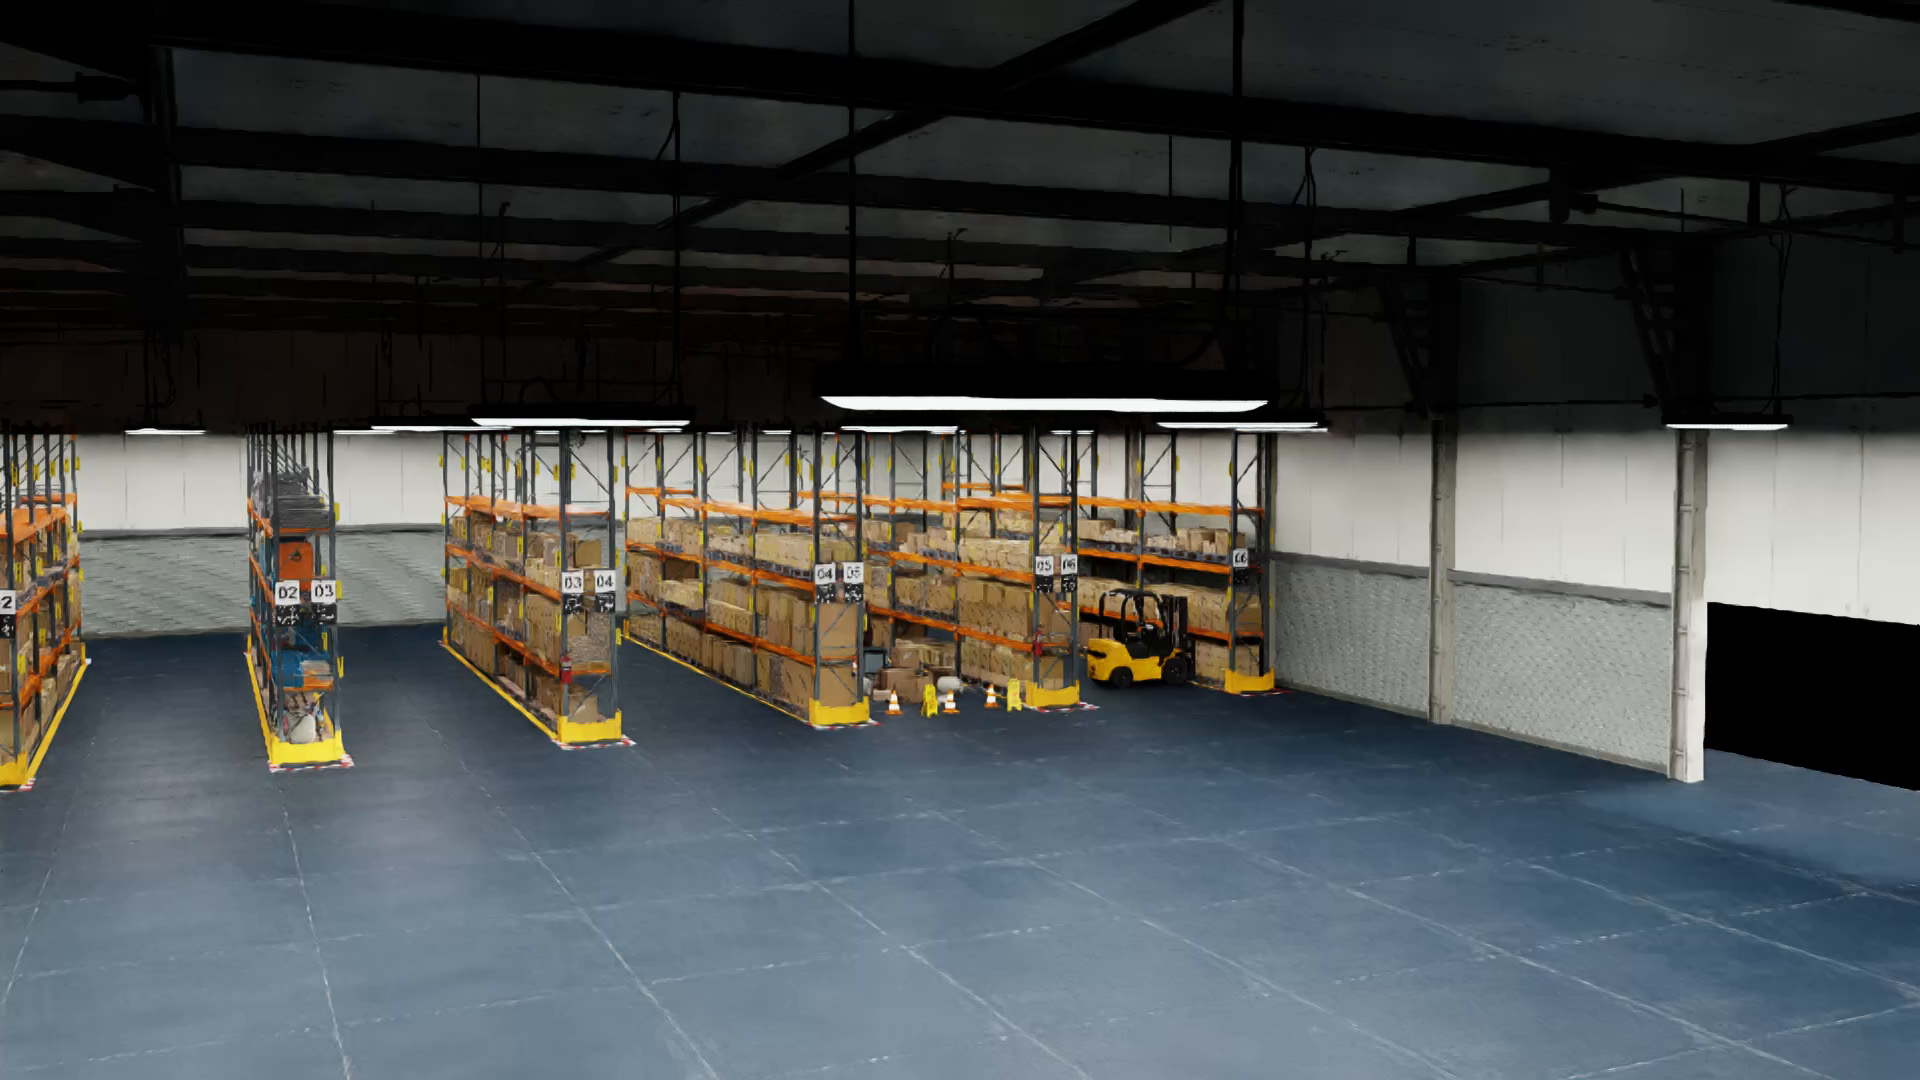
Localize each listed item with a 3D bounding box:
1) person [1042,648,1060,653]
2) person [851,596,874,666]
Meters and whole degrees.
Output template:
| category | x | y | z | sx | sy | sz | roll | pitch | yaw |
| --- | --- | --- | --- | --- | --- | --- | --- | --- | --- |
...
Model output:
| category | x | y | z | sx | sy | sz | roll | pitch | yaw |
| --- | --- | --- | --- | --- | --- | --- | --- | --- | --- |
| person | 2.127 | 2.402 | 39.109 | 0.593 | 1.733 | 0.456 | 2 | 4 | 34 |
| person | -2.368 | 2.255 | 40.996 | 0.644 | 1.773 | 0.673 | 0 | 4 | 0 |
